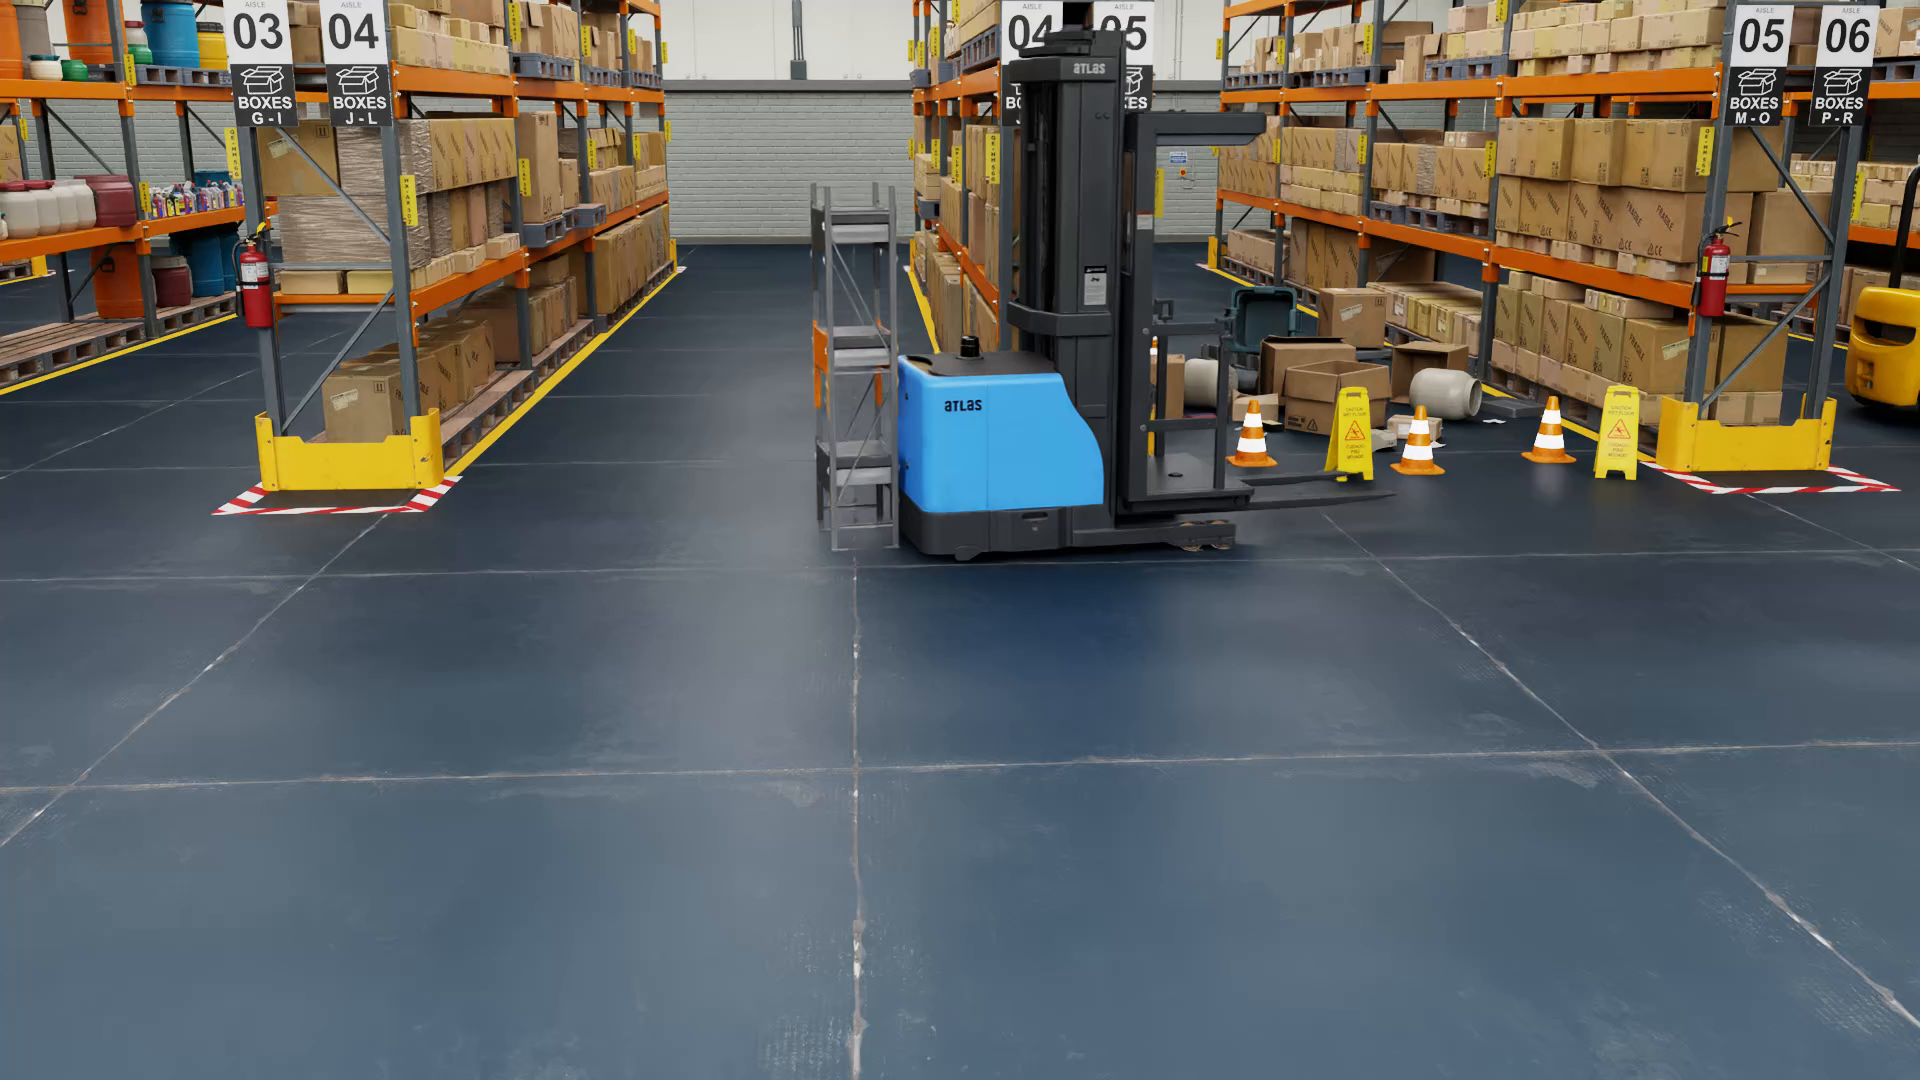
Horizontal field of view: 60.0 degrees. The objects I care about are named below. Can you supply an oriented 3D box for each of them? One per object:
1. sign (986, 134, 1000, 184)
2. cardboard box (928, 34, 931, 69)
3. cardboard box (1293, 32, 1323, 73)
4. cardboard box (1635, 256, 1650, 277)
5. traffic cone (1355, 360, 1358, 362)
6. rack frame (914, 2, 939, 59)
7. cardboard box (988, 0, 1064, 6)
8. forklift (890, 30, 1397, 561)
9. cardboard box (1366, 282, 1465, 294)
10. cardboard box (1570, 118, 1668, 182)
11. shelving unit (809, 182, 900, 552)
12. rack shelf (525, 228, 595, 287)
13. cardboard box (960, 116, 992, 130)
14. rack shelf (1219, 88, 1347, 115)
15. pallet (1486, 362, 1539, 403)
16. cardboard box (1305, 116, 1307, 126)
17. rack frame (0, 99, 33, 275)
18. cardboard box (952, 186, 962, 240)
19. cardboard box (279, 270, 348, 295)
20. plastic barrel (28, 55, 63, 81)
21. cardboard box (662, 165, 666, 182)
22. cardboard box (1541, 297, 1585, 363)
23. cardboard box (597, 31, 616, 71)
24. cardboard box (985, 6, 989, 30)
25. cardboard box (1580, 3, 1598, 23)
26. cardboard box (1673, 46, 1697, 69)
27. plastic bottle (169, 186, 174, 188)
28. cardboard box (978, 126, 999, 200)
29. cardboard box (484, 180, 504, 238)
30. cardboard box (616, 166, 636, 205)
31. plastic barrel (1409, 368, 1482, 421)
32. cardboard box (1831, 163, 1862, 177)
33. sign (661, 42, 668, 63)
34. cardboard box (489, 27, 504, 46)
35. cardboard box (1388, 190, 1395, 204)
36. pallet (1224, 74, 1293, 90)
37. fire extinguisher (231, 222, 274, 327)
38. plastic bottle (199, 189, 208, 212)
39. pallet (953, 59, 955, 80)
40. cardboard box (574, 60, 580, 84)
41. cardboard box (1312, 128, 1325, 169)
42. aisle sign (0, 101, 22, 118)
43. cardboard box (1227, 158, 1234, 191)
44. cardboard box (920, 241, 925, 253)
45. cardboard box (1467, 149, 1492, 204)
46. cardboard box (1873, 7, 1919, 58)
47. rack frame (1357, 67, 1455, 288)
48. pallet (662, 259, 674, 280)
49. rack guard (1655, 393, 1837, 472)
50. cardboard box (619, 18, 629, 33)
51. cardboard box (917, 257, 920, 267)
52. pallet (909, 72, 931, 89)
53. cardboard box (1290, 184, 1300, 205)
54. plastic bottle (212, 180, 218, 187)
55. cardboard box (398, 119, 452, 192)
[{"bbox_3d":[0.222,-2.542,11.088,0.100,0.325,0.005,-1,14,-3],"label":"sign"},{"bbox_3d":[-0.065,-6.465,22.069,0.700,0.500,0.500,-1,14,-3],"label":"cardboard box"},{"bbox_3d":[4.720,-6.438,21.967,0.500,0.500,0.500,-1,14,-4],"label":"cardboard box"},{"bbox_3d":[5.341,-2.067,12.543,0.380,0.149,0.250,-1,14,-4],"label":"cardboard box"},{"bbox_3d":[3.977,-2.026,16.973,0.336,0.463,0.334,-1,14,-3],"label":"traffic cone"},{"bbox_3d":[-0.227,-8.756,25.999,1.000,3.000,0.127,-1,14,-3],"label":"rack frame"},{"bbox_3d":[0.455,-3.765,11.280,0.500,0.250,0.500,-1,14,-3],"label":"cardboard box"},{"bbox_3d":[1.142,-1.476,9.882,3.031,2.935,1.130,-4,15,-14],"label":"forklift"},{"bbox_3d":[5.228,-2.753,19.137,0.950,0.372,0.625,-2,15,-7],"label":"cardboard box"},{"bbox_3d":[5.399,-3.151,13.449,0.700,0.500,0.500,-1,14,-4],"label":"cardboard box"},{"bbox_3d":[-0.618,-1.019,9.773,0.431,2.100,0.503,-4,15,-14],"label":"shelving unit"},{"bbox_3d":[-4.564,-2.964,16.970,1.077,0.370,4.000,-1,14,-3],"label":"rack shelf"},{"bbox_3d":[0.236,-5.649,23.157,0.500,0.500,0.500,-1,14,-2],"label":"cardboard box"},{"bbox_3d":[4.831,-6.559,24.924,1.077,0.370,4.000,-1,14,-3],"label":"rack shelf"},{"bbox_3d":[5.528,-1.451,15.242,1.003,0.211,1.213,-1,14,-3],"label":"pallet"},{"bbox_3d":[4.711,-5.943,23.597,0.380,0.149,0.250,-1,14,-2],"label":"cardboard box"},{"bbox_3d":[-15.071,-5.647,25.956,1.000,3.000,0.127,-1,14,-3],"label":"rack frame"},{"bbox_3d":[0.186,-3.166,16.111,0.500,0.500,0.500,-1,14,-4],"label":"cardboard box"},{"bbox_3d":[-4.416,-1.766,11.375,0.380,0.149,0.250,-1,14,-3],"label":"cardboard box"},{"bbox_3d":[-9.320,-4.806,16.945,0.301,0.262,0.301,0,14,0],"label":"plastic barrel"},{"bbox_3d":[-4.889,-5.754,26.076,0.500,0.250,0.500,-1,14,-4],"label":"cardboard box"},{"bbox_3d":[5.293,-1.790,14.134,0.500,0.500,0.500,0,14,-1],"label":"cardboard box"},{"bbox_3d":[-4.890,-6.365,21.681,0.700,0.500,0.500,-1,14,-2],"label":"cardboard box"},{"bbox_3d":[0.374,-3.658,11.666,0.380,0.149,0.250,-1,14,-3],"label":"cardboard box"},{"bbox_3d":[5.280,-4.279,13.520,0.380,0.149,0.250,-1,14,-4],"label":"cardboard box"},{"bbox_3d":[5.349,-3.450,11.900,0.380,0.149,0.250,-1,14,-3],"label":"cardboard box"},{"bbox_3d":[-10.208,-4.456,21.574,0.152,0.276,0.135,-1,14,-3],"label":"plastic bottle"},{"bbox_3d":[0.592,-2.967,13.069,0.875,0.550,0.500,-1,14,-3],"label":"cardboard box"},{"bbox_3d":[-4.474,-2.895,14.459,0.875,0.500,0.500,-1,14,-3],"label":"cardboard box"},{"bbox_3d":[-4.634,-4.741,22.232,0.500,0.500,0.500,-1,14,-3],"label":"cardboard box"},{"bbox_3d":[4.060,-1.216,13.902,0.512,0.421,0.421,10,18,35],"label":"plastic barrel"},{"bbox_3d":[9.971,-4.124,18.534,0.380,0.149,0.250,-1,14,-3],"label":"cardboard box"},{"bbox_3d":[-4.641,-7.647,26.091,0.100,0.325,0.005,-1,14,-3],"label":"sign"},{"bbox_3d":[-4.132,-4.312,14.246,0.380,0.149,0.250,0,14,-2],"label":"cardboard box"},{"bbox_3d":[4.993,-3.821,18.519,0.380,0.149,0.250,-2,15,-7],"label":"cardboard box"},{"bbox_3d":[4.764,-7.178,26.062,1.003,0.211,1.213,-1,14,-3],"label":"pallet"},{"bbox_3d":[-4.645,-1.747,10.952,0.296,0.674,0.183,-1,14,-3],"label":"fire extinguisher"},{"bbox_3d":[-9.396,-4.214,20.620,0.061,0.283,0.133,-1,14,-3],"label":"plastic bottle"},{"bbox_3d":[0.434,-4.785,16.963,1.003,0.211,1.213,0,14,-1],"label":"pallet"},{"bbox_3d":[-4.414,-5.075,18.014,0.500,0.250,0.500,-1,14,-3],"label":"cardboard box"},{"bbox_3d":[4.822,-4.997,21.221,0.500,0.500,0.500,-1,14,-4],"label":"cardboard box"},{"bbox_3d":[-14.770,-6.928,25.716,0.394,0.787,0.004,-1,14,-3],"label":"aisle sign"},{"bbox_3d":[4.510,-5.752,26.160,0.500,0.500,0.500,-1,14,-4],"label":"cardboard box"},{"bbox_3d":[-0.386,-4.308,24.434,0.380,0.149,0.250,-2,15,-6],"label":"cardboard box"},{"bbox_3d":[5.193,-3.475,15.873,0.500,0.500,0.500,-1,14,-4],"label":"cardboard box"},{"bbox_3d":[10.022,-5.356,17.560,0.500,0.500,0.500,-1,14,-2],"label":"cardboard box"},{"bbox_3d":[5.203,-3.963,19.408,1.000,3.000,0.127,-1,14,-3],"label":"rack frame"},{"bbox_3d":[-5.056,-4.251,26.126,1.003,0.211,1.213,-1,14,-3],"label":"pallet"},{"bbox_3d":[5.694,-0.781,12.060,1.175,0.500,0.348,-1,14,-3],"label":"rack guard"},{"bbox_3d":[-5.068,-7.413,24.049,0.500,0.250,0.500,-1,14,-5],"label":"cardboard box"},{"bbox_3d":[-0.448,-4.222,25.295,0.380,0.149,0.250,-2,15,-6],"label":"cardboard box"},{"bbox_3d":[-0.047,-6.063,21.926,1.213,0.211,1.003,-1,14,-3],"label":"pallet"},{"bbox_3d":[4.753,-4.643,22.352,0.500,0.250,0.500,-1,14,-5],"label":"cardboard box"},{"bbox_3d":[-9.639,-4.478,21.512,0.144,0.351,0.185,-1,14,-3],"label":"plastic bottle"},{"bbox_3d":[-3.978,-2.762,11.938,0.500,0.500,0.500,-1,14,-3],"label":"cardboard box"}]
